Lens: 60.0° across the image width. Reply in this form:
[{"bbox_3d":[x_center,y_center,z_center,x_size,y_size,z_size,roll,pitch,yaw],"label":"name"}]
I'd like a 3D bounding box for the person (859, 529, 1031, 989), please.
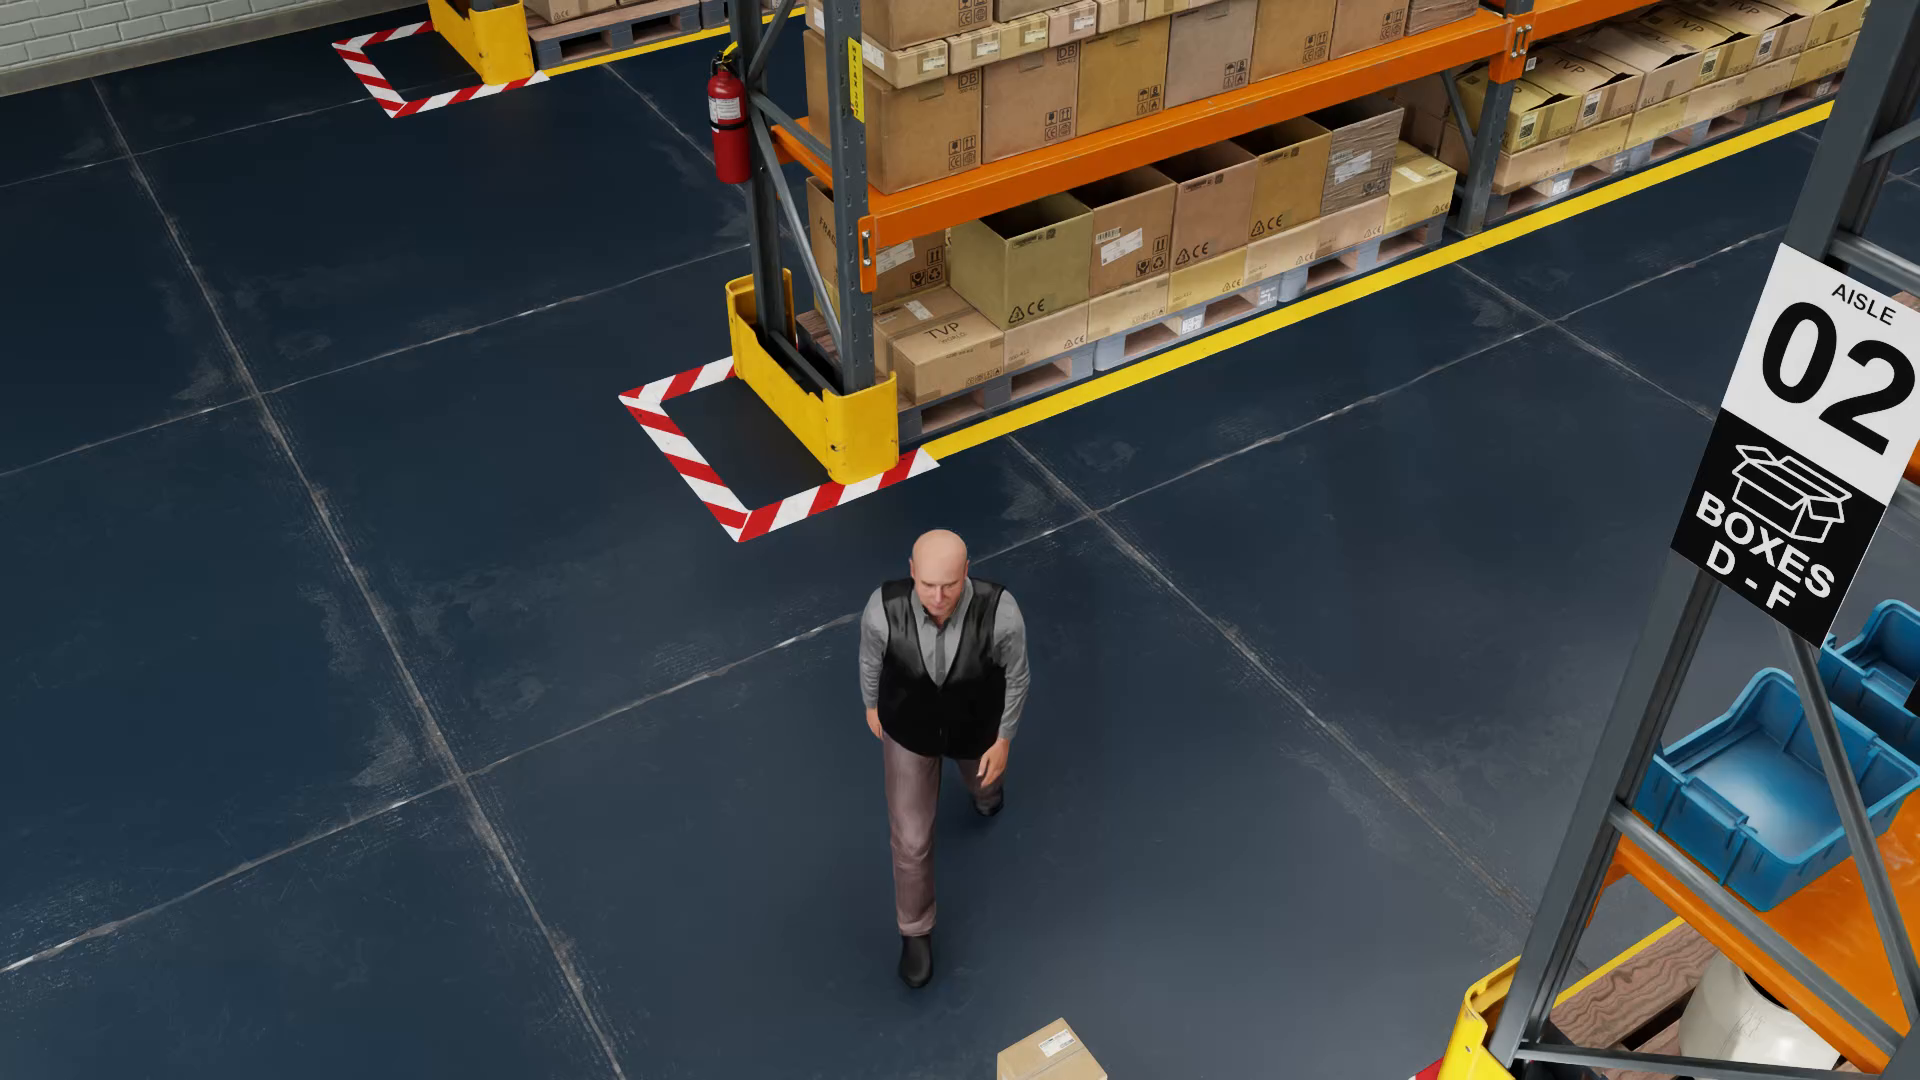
[{"bbox_3d":[-0.052,0.592,5.496,0.555,1.684,1.018,0,41,1],"label":"person"}]
